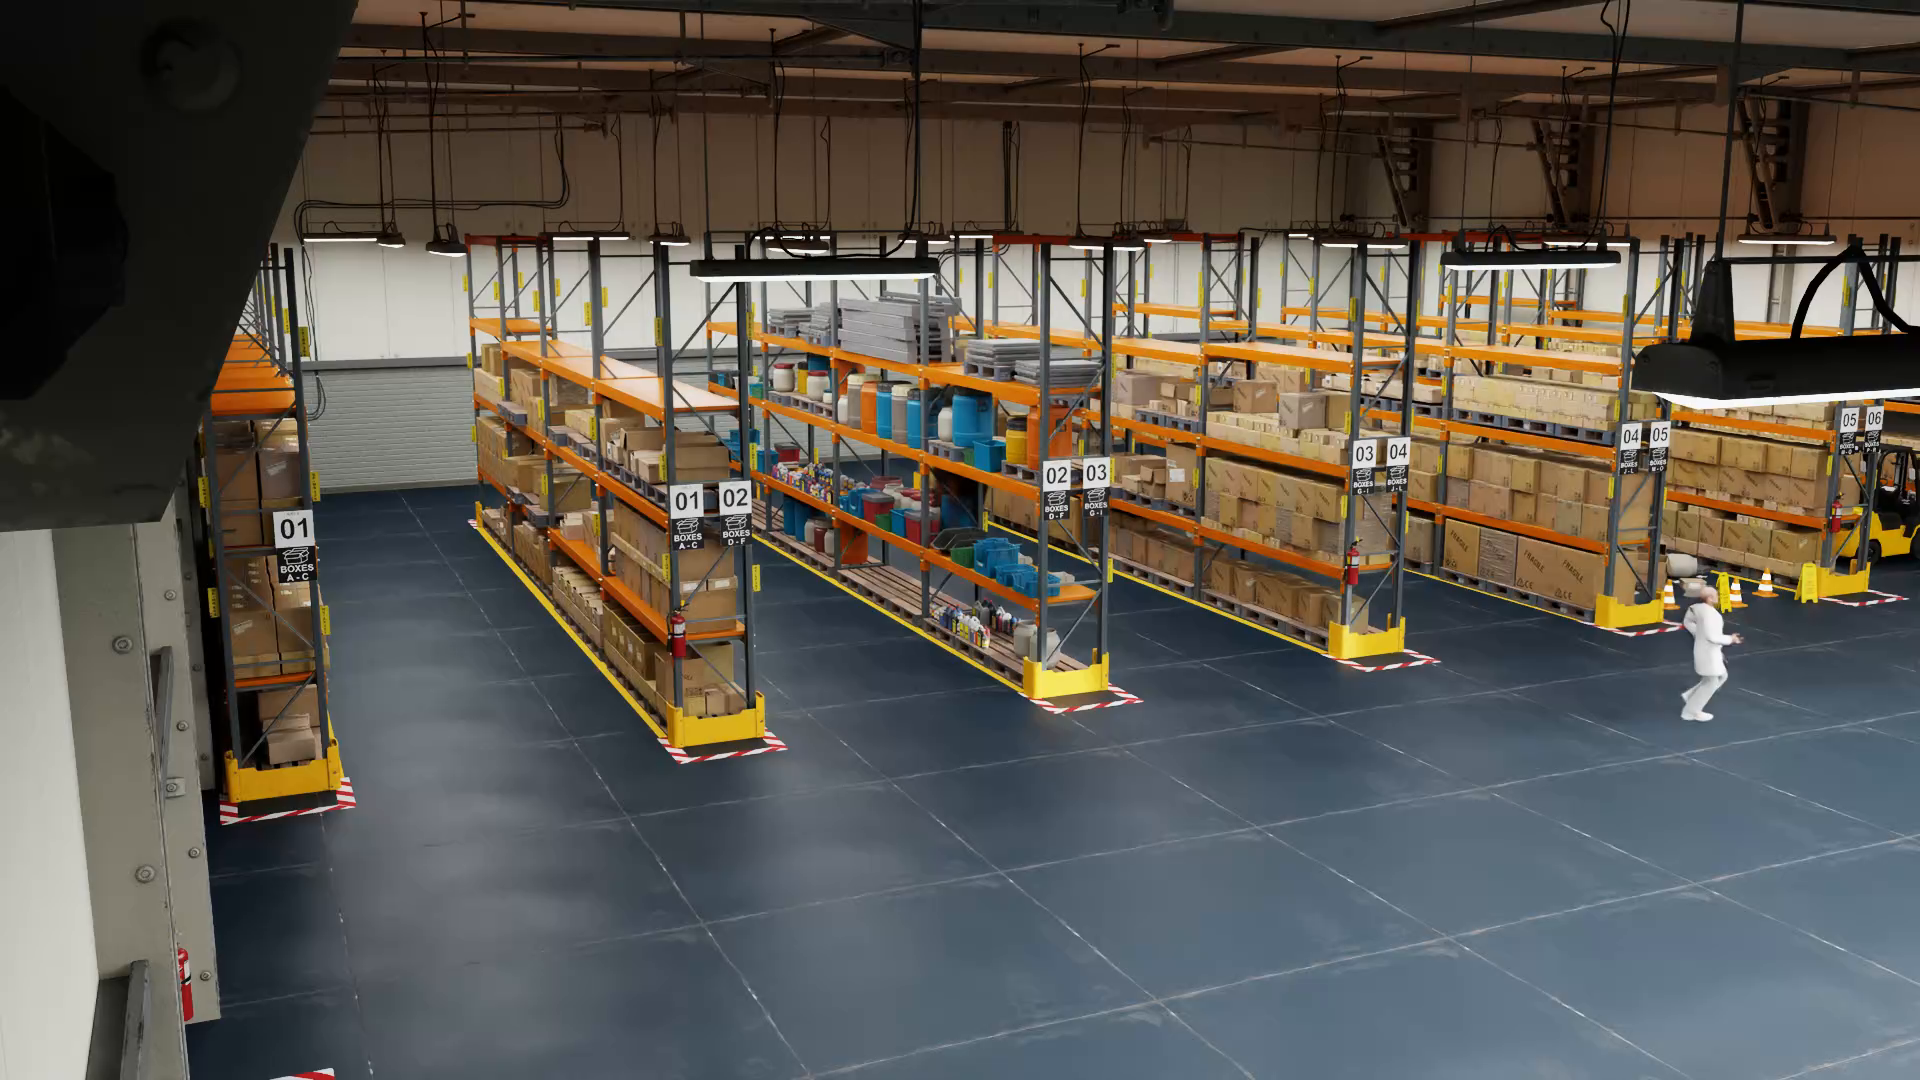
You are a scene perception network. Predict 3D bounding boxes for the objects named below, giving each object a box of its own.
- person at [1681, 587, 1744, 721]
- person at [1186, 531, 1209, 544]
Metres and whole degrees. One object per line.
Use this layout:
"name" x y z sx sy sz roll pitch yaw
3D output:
"person" 9.542 1.444 21.077 0.636 1.739 0.695 2 11 11
"person" 4.600 -0.641 31.776 0.652 1.824 0.714 -6 12 -27
